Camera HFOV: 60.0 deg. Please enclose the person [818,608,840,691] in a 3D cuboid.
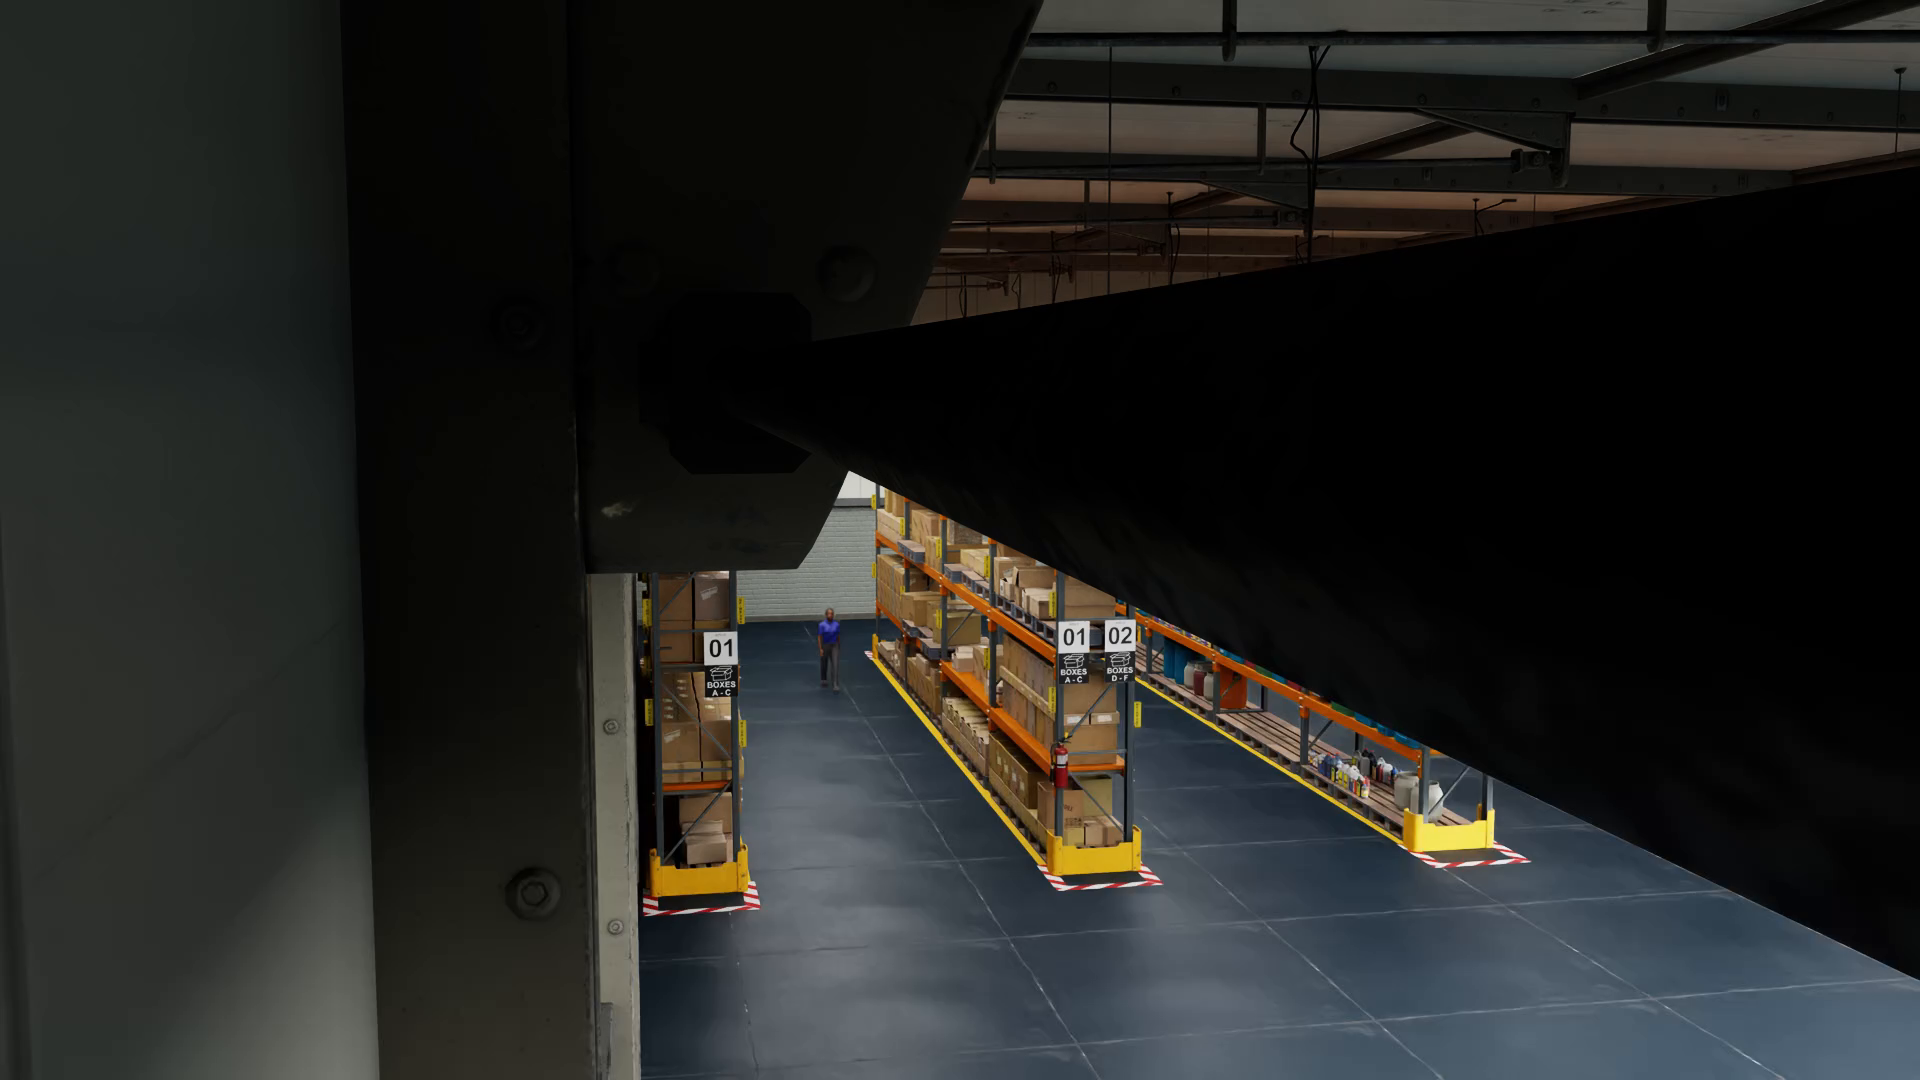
[{"bbox_3d":[-2.584,2.150,32.888,0.480,1.588,1.051,-1,6,-13],"label":"person"}]
